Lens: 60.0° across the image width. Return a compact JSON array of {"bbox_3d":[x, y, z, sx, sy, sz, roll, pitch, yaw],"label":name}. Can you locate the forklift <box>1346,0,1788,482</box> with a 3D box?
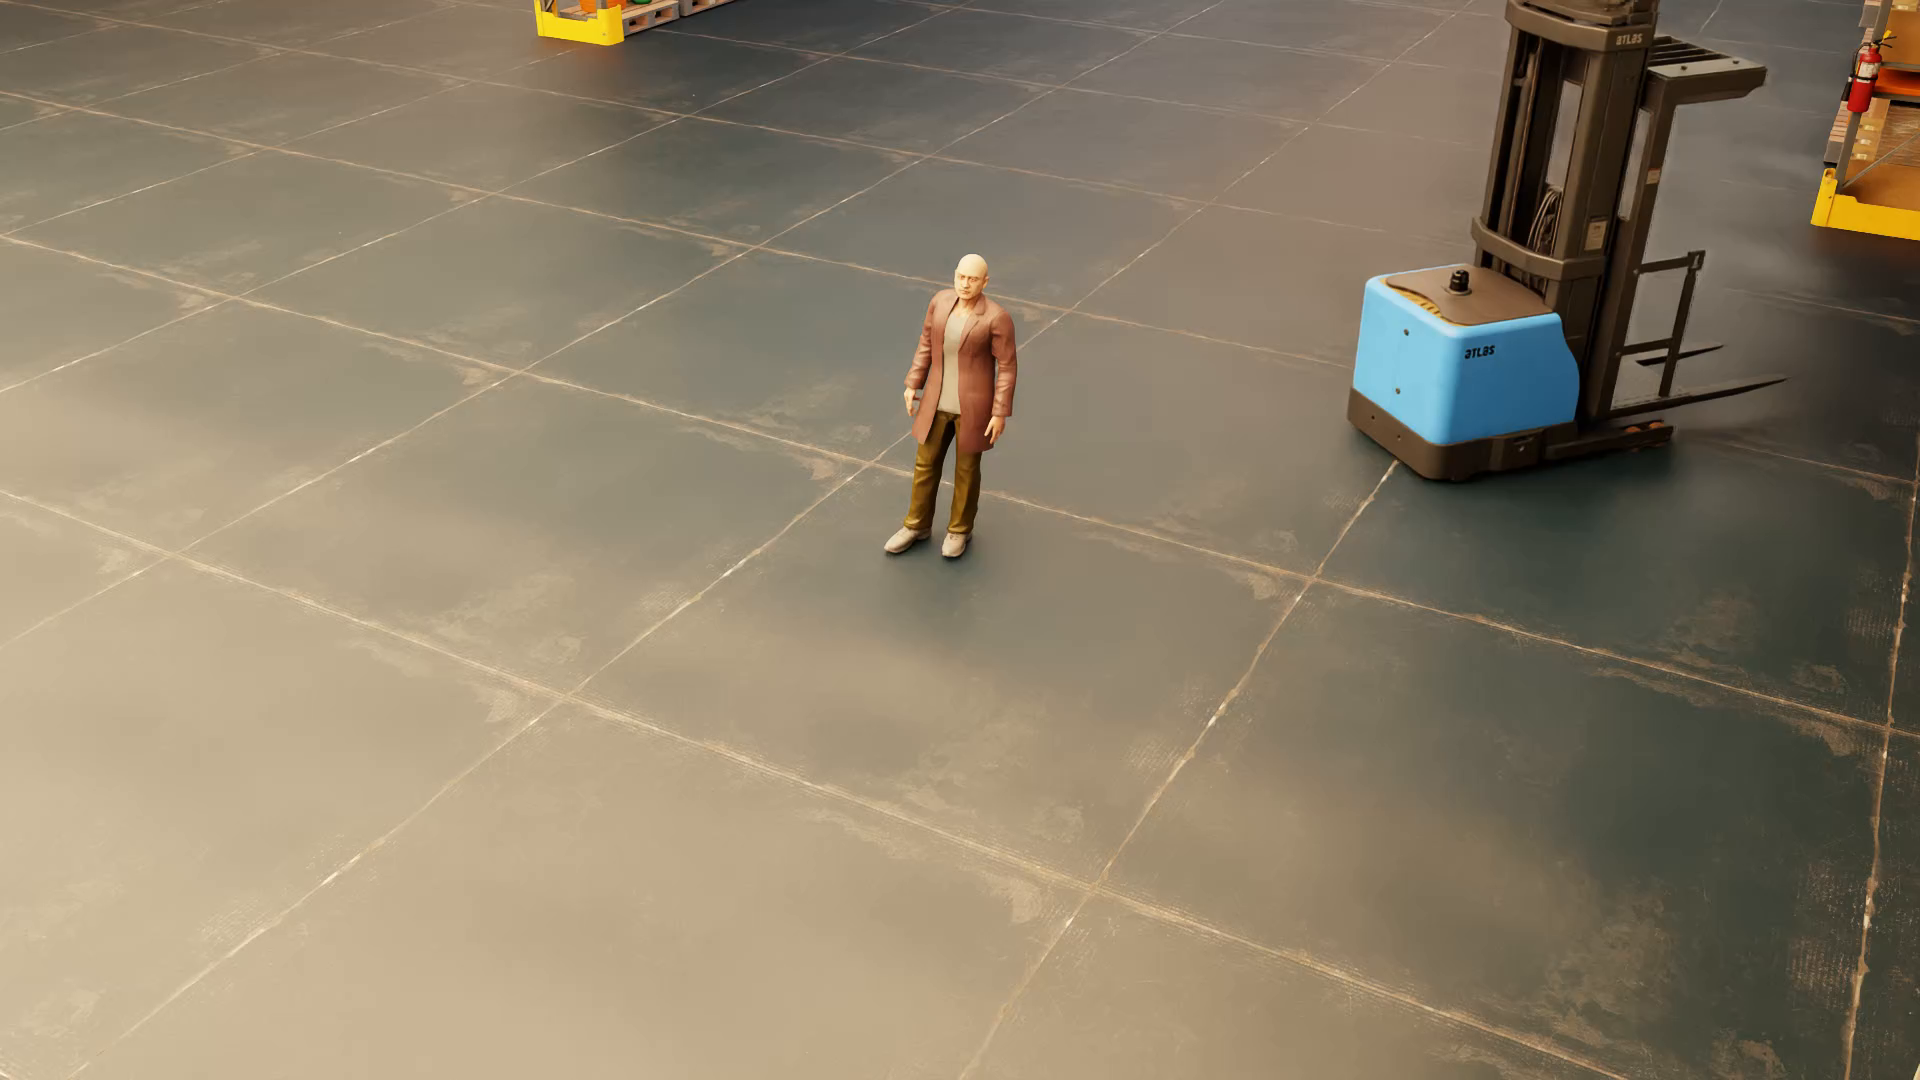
[{"bbox_3d":[4.196,-2.087,10.687,3.031,2.935,1.130,-11,32,-18],"label":"forklift"}]

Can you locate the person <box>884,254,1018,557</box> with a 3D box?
[{"bbox_3d":[-0.048,-0.738,9.488,0.694,1.776,0.582,15,33,25],"label":"person"}]
